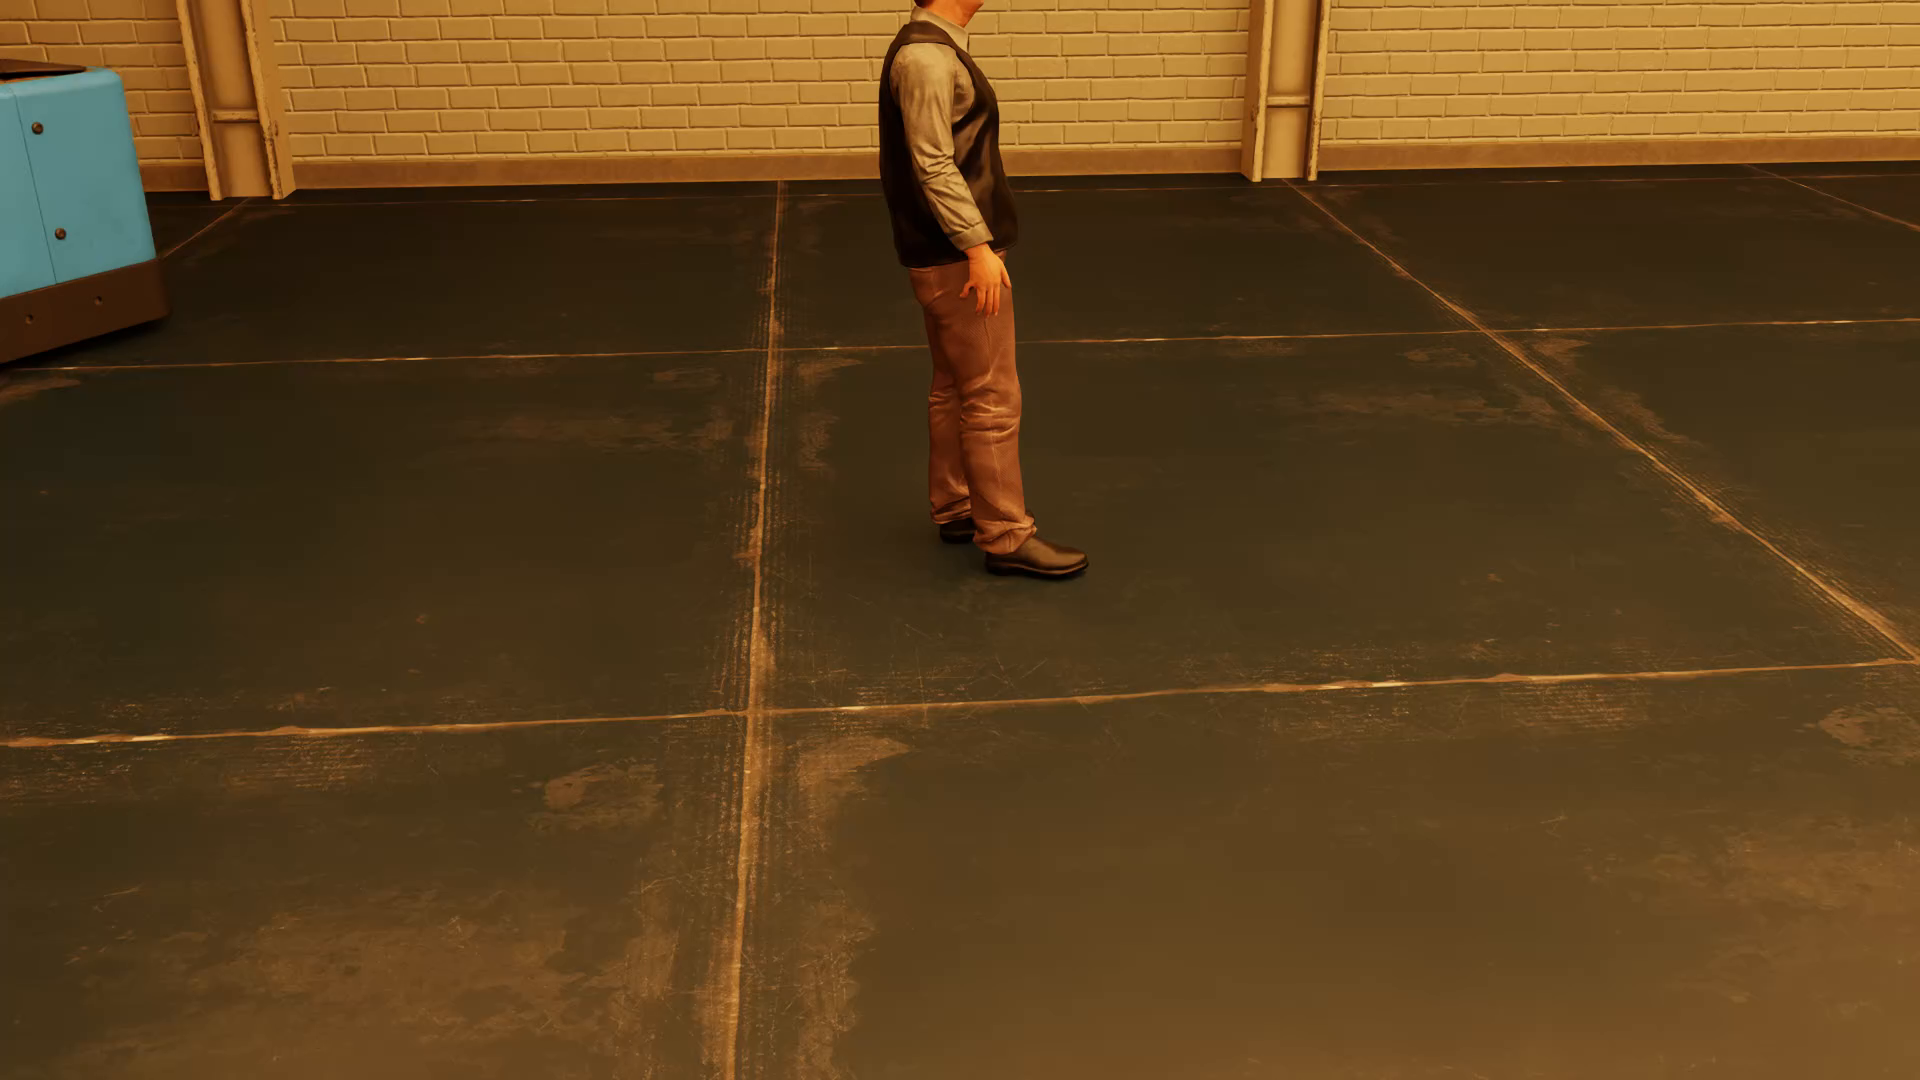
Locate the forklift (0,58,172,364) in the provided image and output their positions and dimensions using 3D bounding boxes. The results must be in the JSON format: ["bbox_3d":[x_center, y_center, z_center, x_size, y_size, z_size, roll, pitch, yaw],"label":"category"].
[{"bbox_3d":[-4.874,-2.338,6.694,3.031,2.935,1.130,12,26,25],"label":"forklift"}]

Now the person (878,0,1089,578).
[{"bbox_3d":[0.062,-0.795,4.651,0.568,1.720,0.632,-2,24,-5],"label":"person"}]
